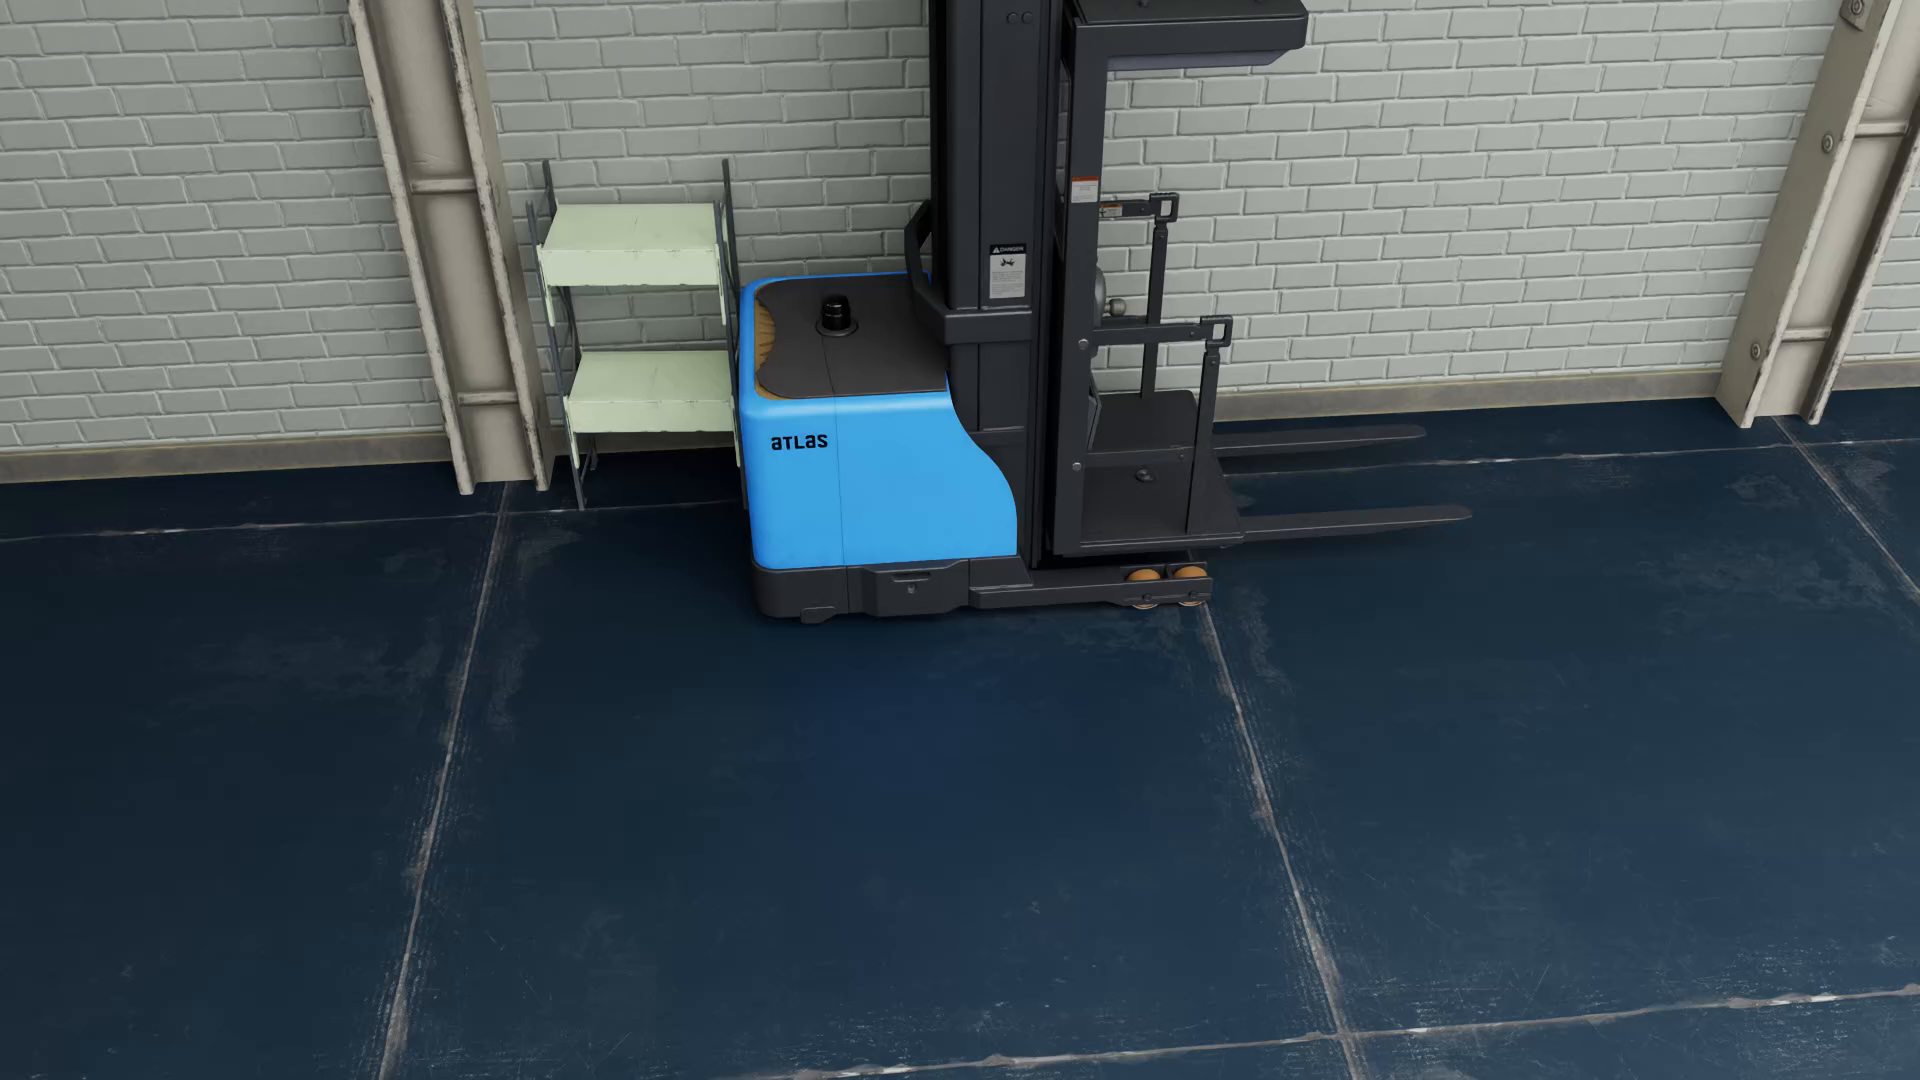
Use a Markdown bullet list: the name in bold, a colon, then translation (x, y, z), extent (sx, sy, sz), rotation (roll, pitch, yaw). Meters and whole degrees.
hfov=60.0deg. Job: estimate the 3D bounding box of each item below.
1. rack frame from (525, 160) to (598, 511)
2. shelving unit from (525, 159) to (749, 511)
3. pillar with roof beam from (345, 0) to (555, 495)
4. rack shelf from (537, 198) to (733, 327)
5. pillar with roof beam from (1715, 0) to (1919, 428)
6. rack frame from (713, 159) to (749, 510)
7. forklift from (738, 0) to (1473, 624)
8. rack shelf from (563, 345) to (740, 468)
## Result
- **rack frame**: translation (-1.689, -0.841, 7.105), extent (0.023, 1.500, 0.400), rotation (-1, 38, -1)
- **shelving unit**: translation (-1.323, -0.845, 7.110), extent (0.755, 1.500, 0.431), rotation (-1, 38, -1)
- **pillar with roof beam**: translation (-1.694, -1.187, 1.490), extent (0.400, 9.000, 9.100), rotation (-3, 38, -4)
- **rack shelf**: translation (-1.323, -1.151, 6.868), extent (0.720, 0.370, 0.431), rotation (-1, 38, -1)
- **pillar with roof beam**: translation (4.283, -1.516, 1.907), extent (0.400, 9.000, 9.100), rotation (-3, 38, -4)
- **rack frame**: translation (-0.957, -0.848, 7.114), extent (0.023, 1.500, 0.400), rotation (-1, 38, -1)
- **forklift**: translation (0.627, -1.189, 6.391), extent (3.031, 2.935, 1.130), rotation (-4, 38, -4)
- **rack shelf**: translation (-1.323, -0.589, 7.312), extent (0.720, 0.370, 0.431), rotation (-1, 38, -1)
